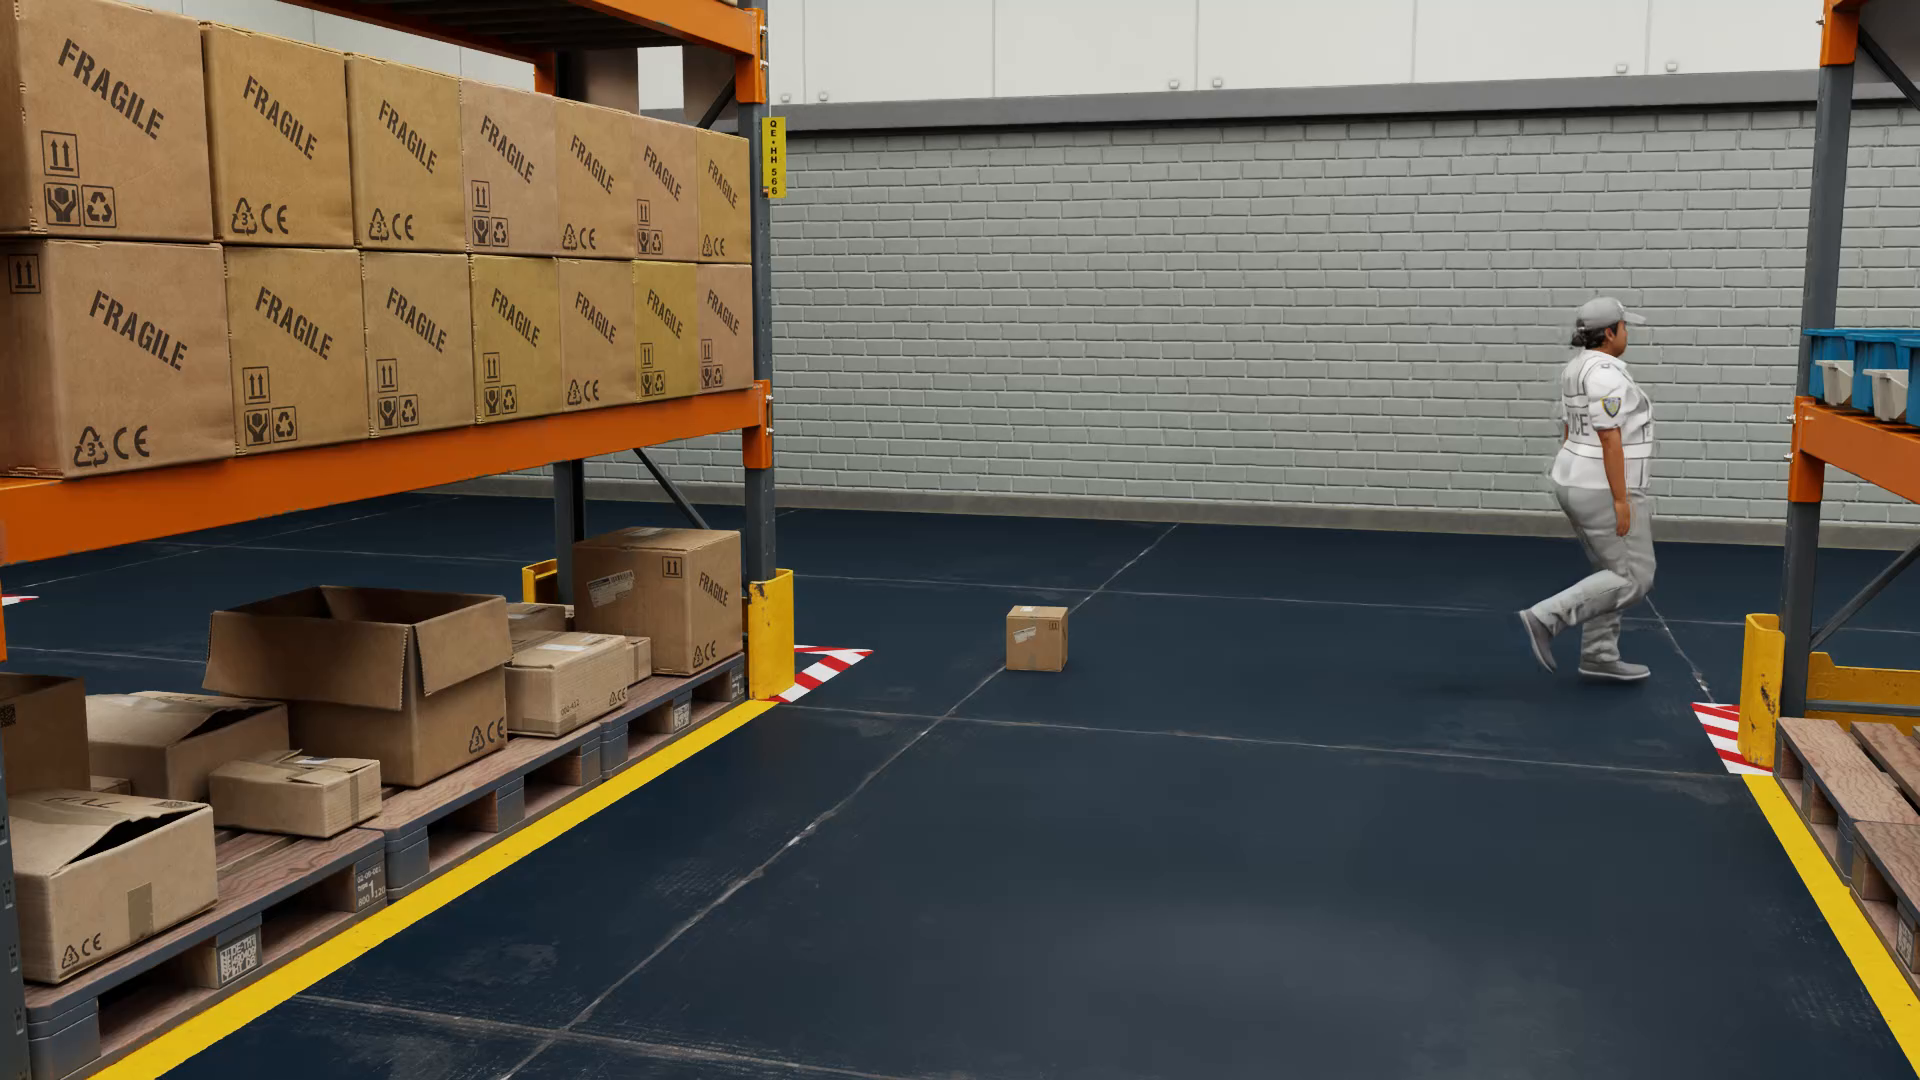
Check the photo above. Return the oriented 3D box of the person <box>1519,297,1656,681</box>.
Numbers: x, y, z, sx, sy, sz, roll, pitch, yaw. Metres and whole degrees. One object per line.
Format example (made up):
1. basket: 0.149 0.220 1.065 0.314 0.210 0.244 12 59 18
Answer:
1. person: 2.696 -0.204 7.089 0.615 1.648 0.482 1 8 5
